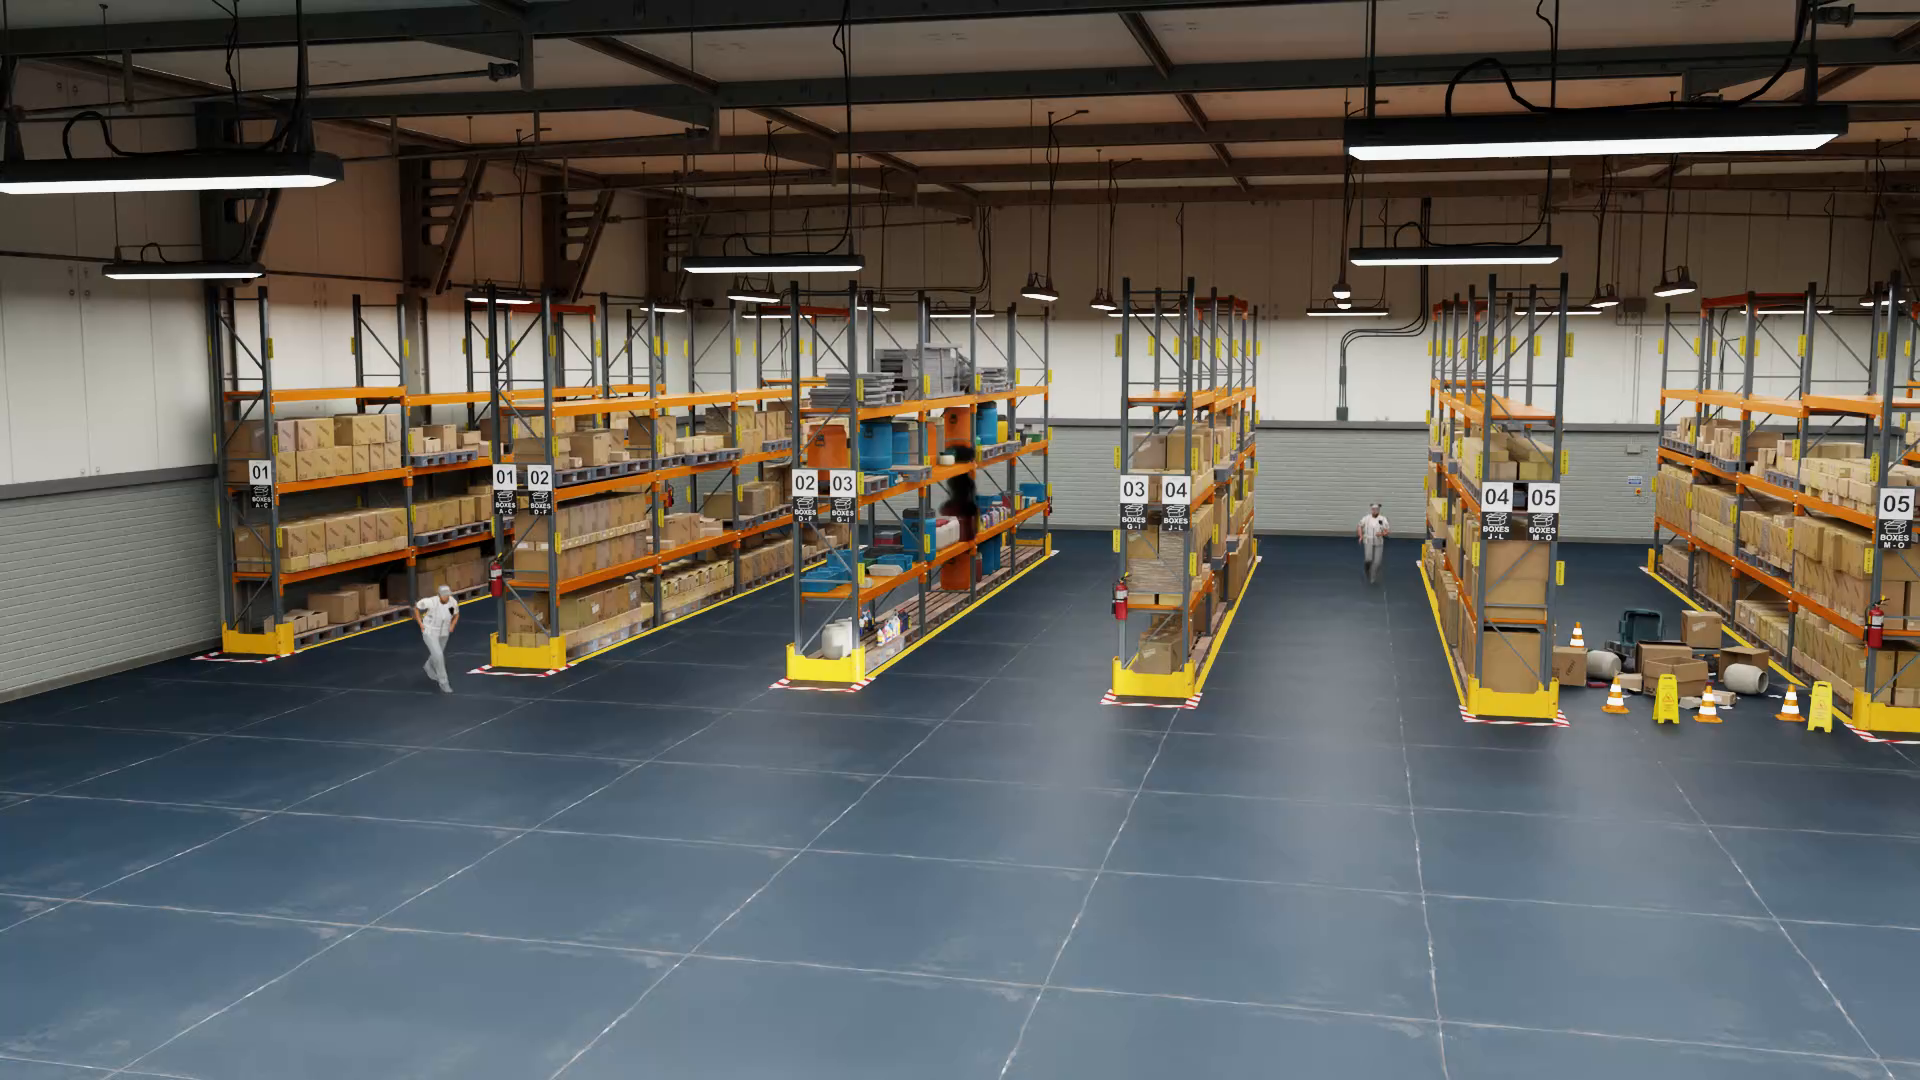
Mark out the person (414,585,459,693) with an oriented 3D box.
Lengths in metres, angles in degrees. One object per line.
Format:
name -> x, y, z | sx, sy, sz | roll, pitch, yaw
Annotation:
person -> -7.739, 1.432, 24.549 | 0.647, 1.627, 1.026 | -5, 8, -37

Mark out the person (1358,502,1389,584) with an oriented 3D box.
person -> 8.784, 0.073, 35.299 | 0.638, 1.753, 0.651 | 1, 7, 9
